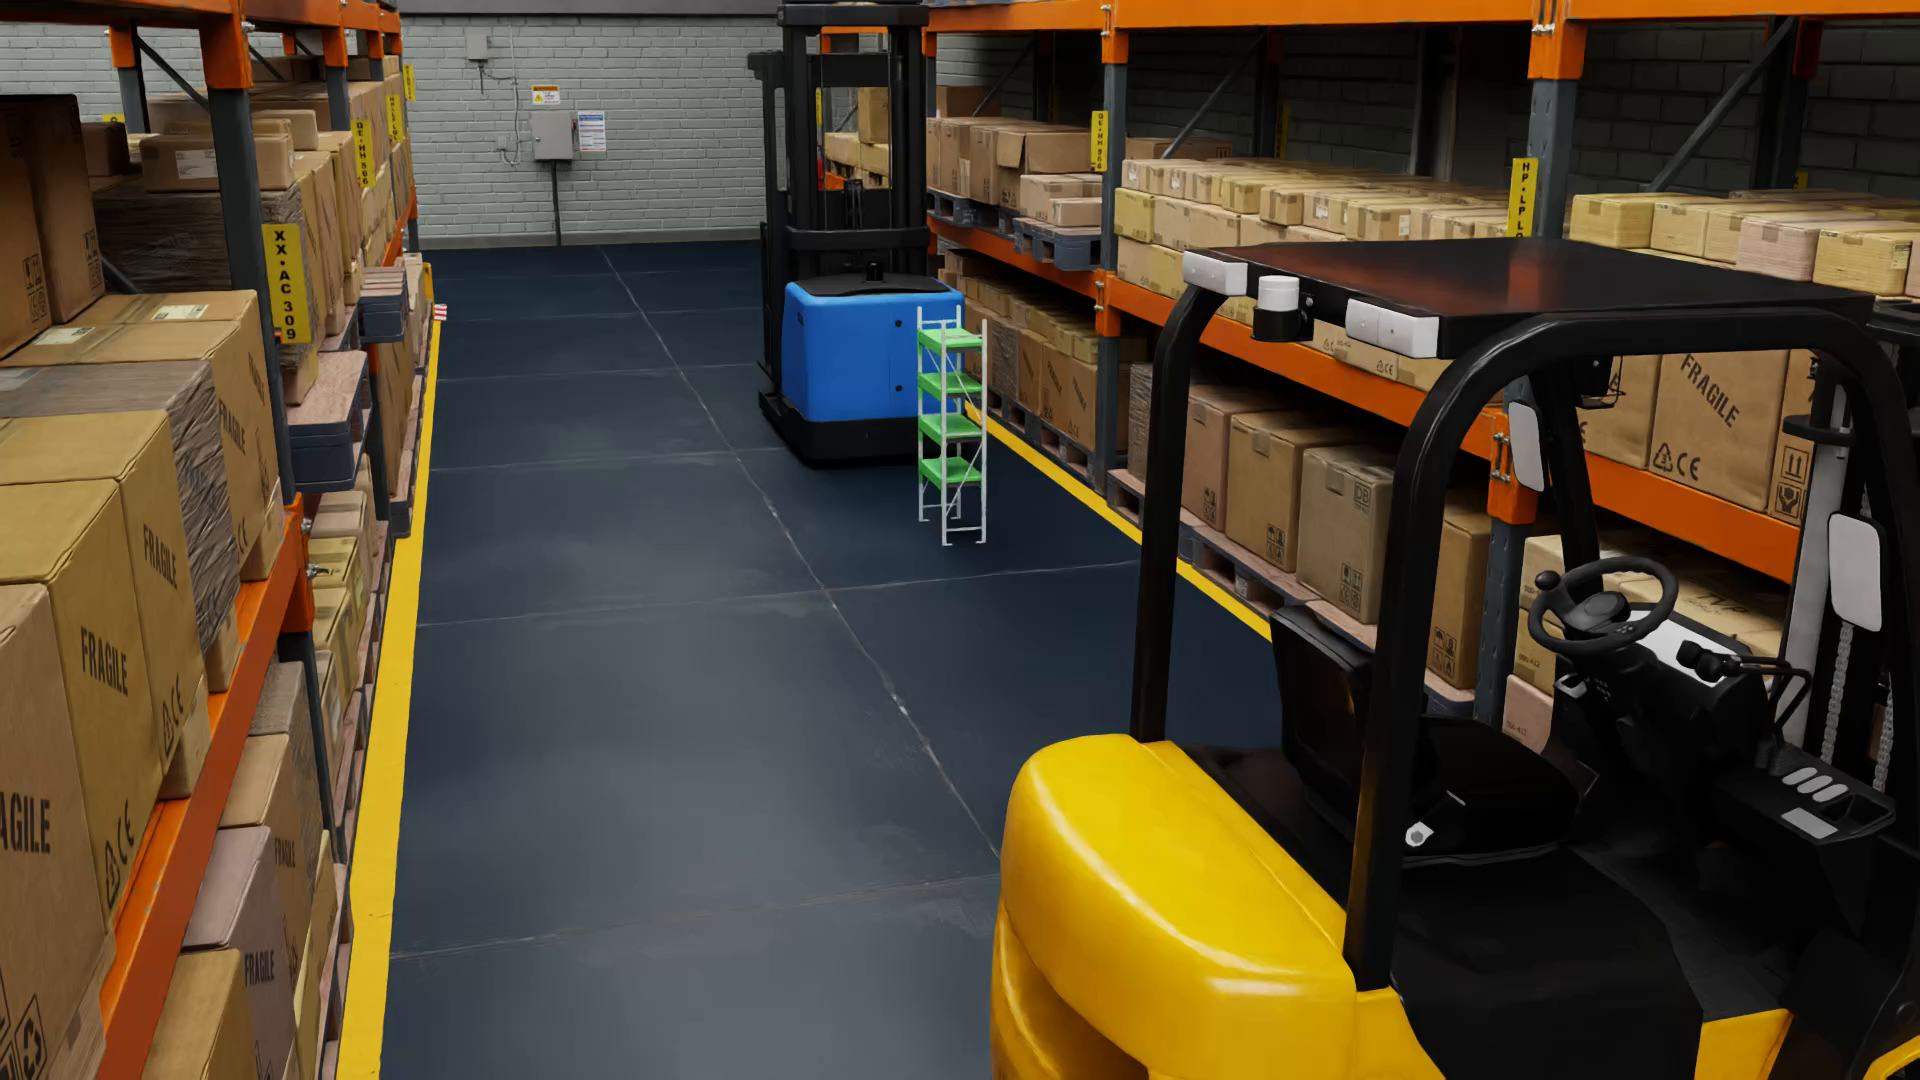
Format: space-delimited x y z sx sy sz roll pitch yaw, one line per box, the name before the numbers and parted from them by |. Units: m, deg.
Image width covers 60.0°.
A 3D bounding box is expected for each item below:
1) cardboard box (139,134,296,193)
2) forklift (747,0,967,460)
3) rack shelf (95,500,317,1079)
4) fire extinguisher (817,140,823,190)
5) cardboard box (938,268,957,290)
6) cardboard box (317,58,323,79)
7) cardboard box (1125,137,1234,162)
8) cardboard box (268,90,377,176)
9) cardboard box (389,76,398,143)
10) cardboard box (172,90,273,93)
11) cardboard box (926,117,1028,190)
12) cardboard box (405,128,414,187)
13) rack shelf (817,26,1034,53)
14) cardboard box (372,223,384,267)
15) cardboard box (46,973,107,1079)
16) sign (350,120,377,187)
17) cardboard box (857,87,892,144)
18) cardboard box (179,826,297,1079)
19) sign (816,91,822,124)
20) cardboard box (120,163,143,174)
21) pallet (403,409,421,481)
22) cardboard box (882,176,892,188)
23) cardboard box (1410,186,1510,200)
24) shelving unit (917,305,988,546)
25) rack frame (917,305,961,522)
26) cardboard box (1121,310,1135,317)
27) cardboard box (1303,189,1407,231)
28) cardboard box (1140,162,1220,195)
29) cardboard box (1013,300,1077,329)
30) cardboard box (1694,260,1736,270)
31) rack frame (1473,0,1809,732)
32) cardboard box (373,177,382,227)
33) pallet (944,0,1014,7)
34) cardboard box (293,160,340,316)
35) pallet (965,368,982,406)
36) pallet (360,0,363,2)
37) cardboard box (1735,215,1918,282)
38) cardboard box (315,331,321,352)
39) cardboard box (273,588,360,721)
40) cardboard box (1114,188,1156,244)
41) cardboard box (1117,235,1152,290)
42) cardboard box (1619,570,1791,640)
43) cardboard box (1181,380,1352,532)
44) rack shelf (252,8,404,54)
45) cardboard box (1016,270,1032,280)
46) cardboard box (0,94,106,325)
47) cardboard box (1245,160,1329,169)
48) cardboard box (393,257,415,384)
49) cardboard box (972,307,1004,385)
cardboard box | -2.164 -1.104 4.865 0.380 0.149 0.250 -5 17 -15
forklift | -0.830 -2.289 11.478 1.130 2.935 3.031 -4 17 -14
rack shelf | -1.826 0.654 2.811 1.077 0.370 4.000 -5 17 -15
fire extinguisher | -1.386 -3.745 16.988 0.296 0.674 0.183 -5 17 -15
cardboard box | 0.041 -2.044 13.032 0.380 0.149 0.250 -4 17 -13
cardboard box | -4.608 -3.539 12.480 0.380 0.149 0.250 -5 17 -16
cardboard box | 1.306 -2.147 9.983 0.500 0.500 0.500 -4 17 -13
cardboard box | -3.648 -2.313 9.528 0.500 0.500 0.500 -4 17 -14
cardboard box | -4.735 -3.417 13.202 0.500 0.500 0.500 -4 17 -14
cardboard box | -4.147 -2.278 9.411 0.500 0.500 0.500 -5 17 -15
cardboard box | 0.116 -2.948 12.647 0.700 0.500 0.500 -4 17 -14
cardboard box | -5.286 -3.498 15.211 0.500 0.500 0.500 -5 17 -15
rack shelf | -0.352 -4.495 14.740 1.077 0.370 4.000 -5 17 -15
cardboard box | -3.664 -1.720 9.724 0.500 0.250 0.500 -4 17 -13
cardboard box | -1.274 0.650 2.010 0.380 0.149 0.250 -4 17 -14
sign | -2.955 -1.912 8.229 0.100 0.325 0.005 -5 17 -15
cardboard box | -0.623 -3.825 14.911 0.500 0.500 0.500 -4 17 -14
cardboard box | -1.672 0.937 3.365 0.500 0.500 0.500 -4 17 -12
sign | -1.423 -4.328 16.642 0.100 0.325 0.005 -5 17 -15
cardboard box | -2.996 -1.025 5.730 0.500 0.500 0.500 -4 17 -13
pallet | -3.950 -0.576 10.501 1.003 0.211 1.213 -5 17 -15
cardboard box | -0.463 -3.081 14.433 0.380 0.149 0.250 -5 17 -16
cardboard box | 2.206 -1.467 7.320 0.380 0.149 0.250 -5 17 -16
shelving unit | -0.046 -0.620 8.932 0.258 1.200 0.503 -5 17 -15
rack frame | -0.113 -0.688 9.157 0.240 1.200 0.015 -5 17 -15
cardboard box | 1.275 -1.448 11.045 0.380 0.149 0.250 -6 18 -18
cardboard box | 1.709 -1.424 7.177 0.380 0.149 0.250 -5 17 -15
cardboard box | 1.176 -1.917 8.819 0.380 0.149 0.250 -4 17 -14
cardboard box | 0.580 -1.544 11.365 0.380 0.149 0.250 -6 18 -18
cardboard box | 2.402 -0.745 4.918 0.380 0.149 0.250 -5 17 -15
rack frame | 2.396 -0.637 5.859 1.000 3.000 0.127 -5 17 -15
cardboard box | -3.642 -1.959 9.653 0.500 0.250 0.500 -5 17 -15
pallet | 0.597 -3.724 11.249 1.213 0.211 1.003 -5 17 -15
cardboard box | -2.489 -1.064 5.859 0.500 0.500 0.500 -5 17 -16
pallet | 0.458 -1.293 12.888 1.003 0.211 1.213 -5 17 -15
pallet | -4.274 -3.552 10.681 0.805 0.209 1.217 -5 18 -17
cardboard box | 2.408 -0.812 4.624 0.380 0.149 0.250 -4 17 -14
cardboard box | -2.465 -0.719 5.838 0.380 0.149 0.250 -4 17 -14
cardboard box | -2.723 0.470 6.011 0.950 0.372 0.625 -4 17 -12
cardboard box | 1.160 -1.767 9.013 0.500 0.250 0.500 -5 17 -15
cardboard box | 1.184 -1.530 9.092 0.500 0.250 0.500 -5 17 -15
cardboard box | 2.358 0.300 5.049 0.500 0.250 0.500 -5 17 -15
cardboard box | 1.642 -0.454 8.646 0.875 0.625 0.625 -4 17 -13
rack shelf | -5.123 -4.102 13.430 1.077 0.370 4.000 -5 17 -15
cardboard box | 0.654 -2.013 12.928 0.380 0.149 0.250 -5 17 -15
cardboard box | -2.463 -0.774 3.886 0.700 0.500 0.500 -5 17 -16
cardboard box | 1.760 -1.965 8.977 0.380 0.149 0.250 -4 17 -14
cardboard box | -4.326 -1.475 11.612 0.875 0.875 0.875 -4 17 -14
cardboard box | 0.403 -1.418 12.072 0.500 0.500 0.500 -5 17 -17
